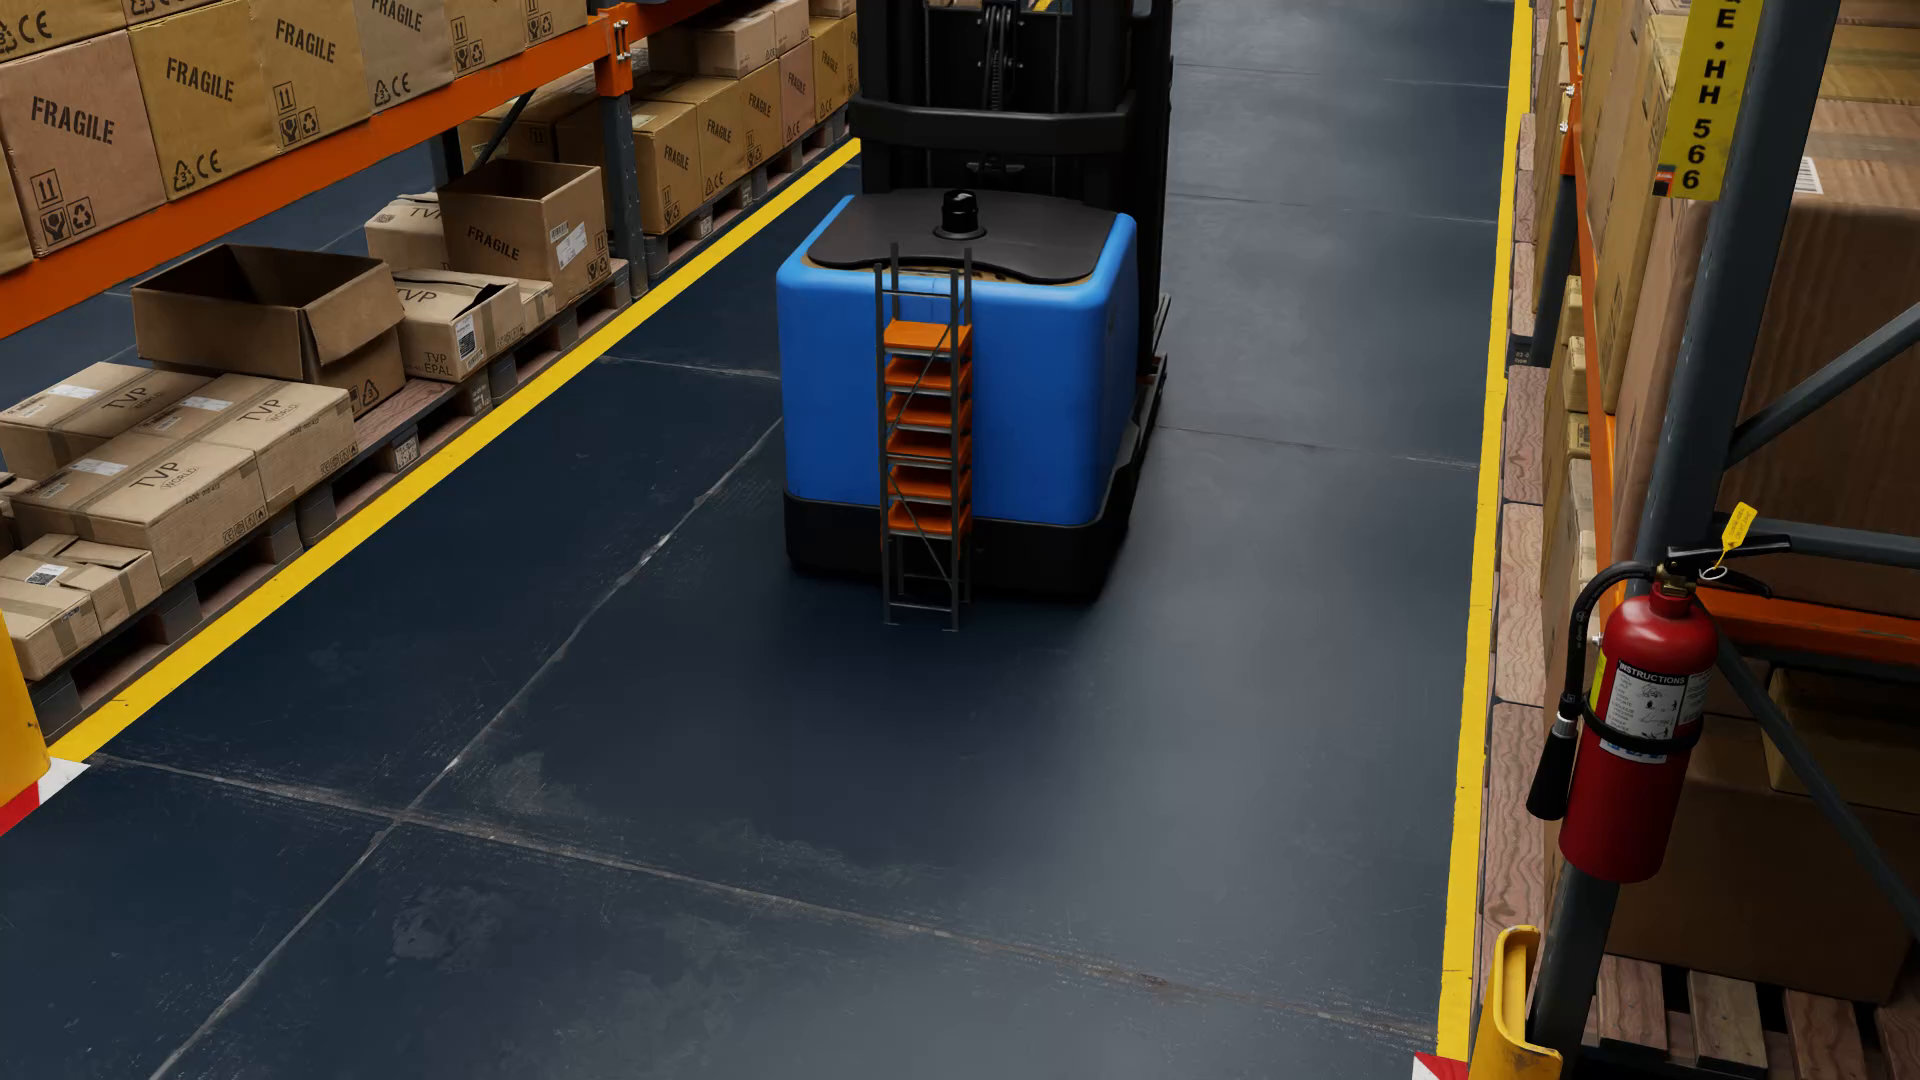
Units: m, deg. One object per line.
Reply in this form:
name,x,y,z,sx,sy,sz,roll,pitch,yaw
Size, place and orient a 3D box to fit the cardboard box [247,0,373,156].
cardboard box,-2.311,-1.581,5.403,0.500,0.500,0.500,9,30,16

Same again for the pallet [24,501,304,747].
pallet,-2.882,0.150,5.264,1.003,0.211,1.213,8,30,15

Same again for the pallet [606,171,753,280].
pallet,-1.761,-1.687,8.565,1.003,0.211,1.213,8,30,15

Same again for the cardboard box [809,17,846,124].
cardboard box,-0.992,-2.772,9.766,0.500,0.500,0.500,7,30,13

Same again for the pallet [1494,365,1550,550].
pallet,2.475,-0.256,5.993,1.003,0.211,1.213,8,30,15

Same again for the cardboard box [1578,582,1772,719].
cardboard box,1.572,0.242,3.701,0.380,0.149,0.250,8,30,14

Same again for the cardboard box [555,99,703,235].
cardboard box,-1.589,-1.812,8.040,0.500,0.500,0.500,7,30,13

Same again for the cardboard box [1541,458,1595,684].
cardboard box,2.002,0.145,4.543,0.700,0.500,0.500,8,30,13

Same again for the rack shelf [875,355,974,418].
rack shelf,-0.103,-0.458,4.937,0.258,0.103,0.180,6,30,11

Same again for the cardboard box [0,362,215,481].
cardboard box,-2.906,-0.379,5.721,0.500,0.250,0.500,8,30,15

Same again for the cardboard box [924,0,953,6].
cardboard box,-0.355,-3.809,11.331,0.500,0.311,0.500,10,30,17

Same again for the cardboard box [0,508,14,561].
cardboard box,-3.214,-0.051,4.874,0.500,0.500,0.500,8,30,15

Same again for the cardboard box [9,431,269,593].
cardboard box,-2.560,-0.098,5.217,0.500,0.250,0.500,8,30,15

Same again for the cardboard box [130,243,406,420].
cardboard box,-2.510,-0.749,6.127,0.797,0.503,0.637,8,30,15

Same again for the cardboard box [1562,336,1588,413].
cardboard box,2.027,-0.483,5.004,0.380,0.149,0.250,8,30,13

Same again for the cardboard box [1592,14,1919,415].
cardboard box,1.942,-0.667,3.555,0.980,0.700,0.700,8,30,14

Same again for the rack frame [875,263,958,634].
rack frame,-0.123,-0.244,4.954,0.240,1.200,0.006,6,30,11

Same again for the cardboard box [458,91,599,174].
cardboard box,-2.093,-1.892,8.184,0.500,0.500,0.500,8,30,15

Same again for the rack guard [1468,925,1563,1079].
rack guard,1.592,1.146,3.176,1.175,0.500,0.348,8,30,15

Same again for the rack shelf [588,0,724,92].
rack shelf,-1.377,-3.137,9.043,1.077,0.370,4.000,8,30,15

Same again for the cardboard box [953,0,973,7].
cardboard box,-0.208,-3.798,11.888,0.500,0.250,0.500,8,30,13

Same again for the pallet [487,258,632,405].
pallet,-2.166,-0.984,7.302,1.003,0.211,1.213,8,30,15

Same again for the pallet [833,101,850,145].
pallet,-1.045,-2.820,10.603,1.003,0.211,1.213,8,30,15

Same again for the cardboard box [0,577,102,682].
cardboard box,-2.686,0.245,4.704,0.380,0.149,0.250,8,30,15

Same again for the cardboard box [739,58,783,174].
cardboard box,-1.289,-2.292,8.904,0.500,0.500,0.500,9,30,15

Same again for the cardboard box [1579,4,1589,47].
cardboard box,2.653,-2.034,6.558,0.380,0.149,0.250,9,30,16

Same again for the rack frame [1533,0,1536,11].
rack frame,5.121,-5.534,12.613,1.000,3.000,0.127,8,30,15

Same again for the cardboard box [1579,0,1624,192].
cardboard box,2.378,-1.360,4.800,0.980,0.700,0.700,8,30,14

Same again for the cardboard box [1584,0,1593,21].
cardboard box,2.667,-2.250,6.279,0.500,0.500,0.500,8,30,14

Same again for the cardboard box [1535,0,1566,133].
cardboard box,3.606,-2.597,9.111,0.750,0.750,0.750,8,30,14

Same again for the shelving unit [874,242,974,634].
shelving unit,-0.103,-0.287,5.032,0.258,1.200,0.189,6,30,11

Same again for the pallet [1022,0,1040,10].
pallet,0.205,-4.673,13.933,1.003,0.211,1.213,8,30,15

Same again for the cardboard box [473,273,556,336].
cardboard box,-1.913,-0.980,6.906,0.380,0.149,0.250,8,30,15

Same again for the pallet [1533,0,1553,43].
pallet,4.894,-3.954,12.640,1.003,0.211,1.213,8,30,15

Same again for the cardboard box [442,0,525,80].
cardboard box,-2.015,-2.057,6.259,0.500,0.500,0.500,9,30,16

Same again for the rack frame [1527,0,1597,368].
rack frame,2.773,-1.817,5.930,1.000,3.000,0.127,8,30,15

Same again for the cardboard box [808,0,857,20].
cardboard box,-0.852,-3.313,9.968,0.500,0.250,0.500,10,31,17

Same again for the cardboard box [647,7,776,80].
cardboard box,-1.295,-2.604,8.693,0.500,0.250,0.500,9,30,15

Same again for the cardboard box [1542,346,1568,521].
cardboard box,2.305,-0.342,5.418,0.700,0.500,0.500,8,30,14

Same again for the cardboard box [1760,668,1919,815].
cardboard box,1.863,0.415,3.391,0.380,0.149,0.250,9,30,15

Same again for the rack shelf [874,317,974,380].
rack shelf,-0.103,-0.563,4.879,0.258,0.103,0.180,6,30,11

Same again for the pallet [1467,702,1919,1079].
pallet,1.759,0.878,3.954,1.003,0.211,1.213,8,30,15

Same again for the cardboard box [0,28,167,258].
cardboard box,-2.609,-1.116,4.567,0.500,0.500,0.500,8,30,14

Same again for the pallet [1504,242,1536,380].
pallet,2.927,-0.967,7.272,1.003,0.211,1.213,8,30,15

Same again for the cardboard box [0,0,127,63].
cardboard box,-2.609,-1.556,4.330,0.500,0.500,0.500,9,30,15

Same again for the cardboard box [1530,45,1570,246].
cardboard box,3.097,-1.795,7.670,0.750,0.750,0.750,9,30,16

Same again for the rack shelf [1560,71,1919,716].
rack shelf,2.186,-0.573,4.434,1.077,0.370,4.000,8,30,15

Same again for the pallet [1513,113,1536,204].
pallet,3.643,-2.101,9.310,1.003,0.211,1.213,8,30,15

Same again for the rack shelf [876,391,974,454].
rack shelf,-0.103,-0.353,4.995,0.258,0.103,0.180,6,30,11

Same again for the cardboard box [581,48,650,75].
cardboard box,-1.792,-2.353,9.014,0.500,0.500,0.500,9,30,15

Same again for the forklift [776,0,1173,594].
forklift,0.236,-1.810,5.989,1.130,2.935,3.031,6,30,11

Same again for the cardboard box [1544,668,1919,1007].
cardboard box,1.709,0.612,3.704,0.700,0.500,0.500,8,30,15
